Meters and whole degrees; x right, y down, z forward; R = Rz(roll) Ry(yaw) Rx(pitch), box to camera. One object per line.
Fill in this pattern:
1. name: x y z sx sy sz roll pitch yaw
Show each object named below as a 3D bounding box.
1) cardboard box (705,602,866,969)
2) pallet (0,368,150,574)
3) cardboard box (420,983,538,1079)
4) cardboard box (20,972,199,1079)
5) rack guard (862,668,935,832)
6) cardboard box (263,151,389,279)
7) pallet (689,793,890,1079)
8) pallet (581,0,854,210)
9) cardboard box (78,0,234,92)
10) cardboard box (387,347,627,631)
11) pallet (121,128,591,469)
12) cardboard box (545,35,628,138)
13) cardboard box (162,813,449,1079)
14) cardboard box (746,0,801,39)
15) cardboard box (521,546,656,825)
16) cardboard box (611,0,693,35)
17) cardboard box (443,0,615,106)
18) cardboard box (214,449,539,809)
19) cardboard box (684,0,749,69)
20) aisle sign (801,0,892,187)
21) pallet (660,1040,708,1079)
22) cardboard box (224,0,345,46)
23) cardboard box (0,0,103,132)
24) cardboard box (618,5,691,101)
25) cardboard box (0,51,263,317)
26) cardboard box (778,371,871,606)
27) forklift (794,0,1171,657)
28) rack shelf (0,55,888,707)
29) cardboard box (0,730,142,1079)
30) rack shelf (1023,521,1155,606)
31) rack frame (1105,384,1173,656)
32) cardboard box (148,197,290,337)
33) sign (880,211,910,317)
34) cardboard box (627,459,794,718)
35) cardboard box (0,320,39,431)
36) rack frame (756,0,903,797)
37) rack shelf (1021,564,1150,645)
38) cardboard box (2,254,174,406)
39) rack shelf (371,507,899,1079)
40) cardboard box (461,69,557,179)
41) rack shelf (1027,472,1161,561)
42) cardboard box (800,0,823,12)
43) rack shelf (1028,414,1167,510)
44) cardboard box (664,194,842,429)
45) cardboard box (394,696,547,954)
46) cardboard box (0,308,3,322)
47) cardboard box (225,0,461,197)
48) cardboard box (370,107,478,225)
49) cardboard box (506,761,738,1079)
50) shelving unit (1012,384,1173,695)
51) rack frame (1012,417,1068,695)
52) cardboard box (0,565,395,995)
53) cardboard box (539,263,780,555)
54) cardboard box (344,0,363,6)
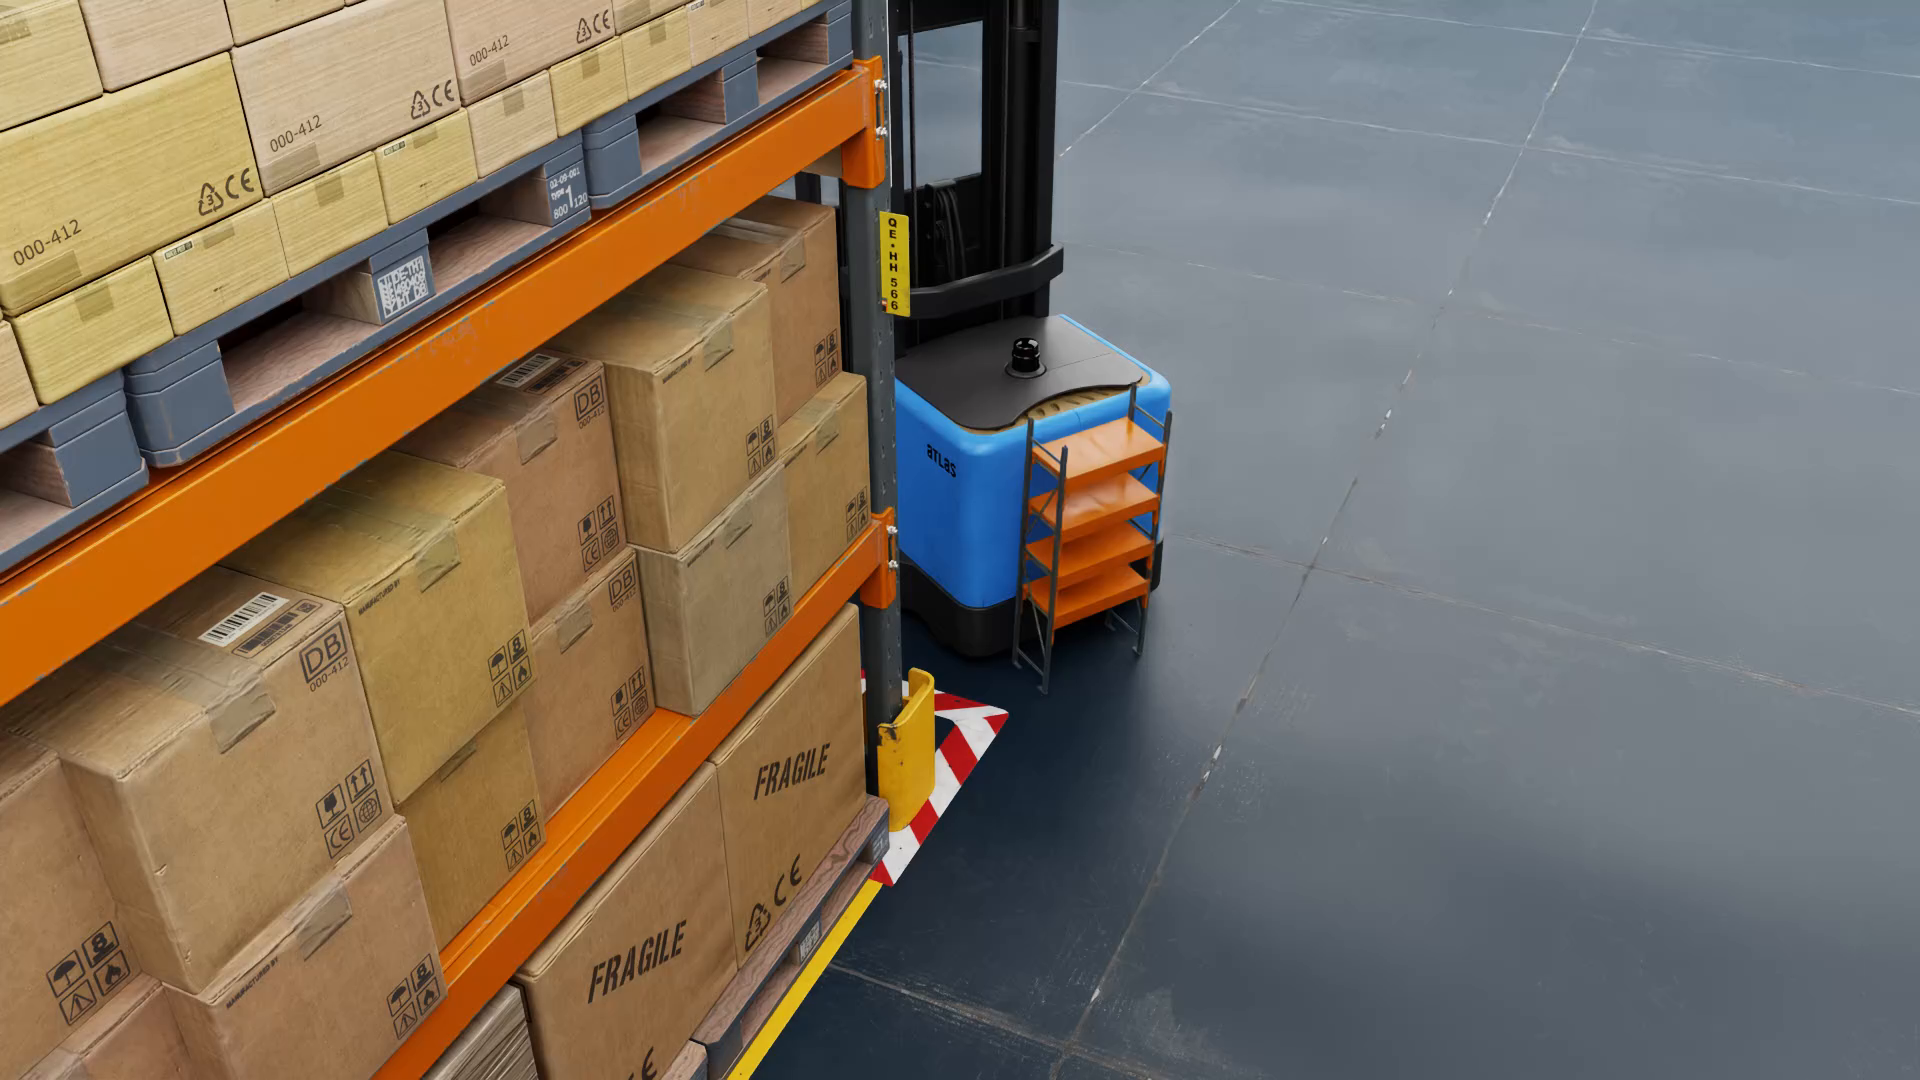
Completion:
1. cardboard box: -0.909 0.689 5.518 0.875 0.875 0.875 14 36 21
2. pallet: -2.007 -0.007 2.370 1.003 0.211 1.213 14 36 20
3. cardboard box: -1.659 1.581 4.158 0.875 0.875 0.875 14 36 21
4. cardboard box: -2.006 1.087 3.220 0.875 0.550 0.550 14 36 20
5. rack guard: -0.676 0.657 6.293 1.175 0.500 0.348 14 36 20
6. cardboard box: -1.262 -0.612 2.968 0.380 0.149 0.250 15 36 21
7. pallet: -0.949 1.206 5.719 1.003 0.211 1.213 14 36 20
8. pallet: -0.986 -1.222 4.224 1.003 0.211 1.213 14 36 20
9. cardboard box: -1.367 -0.822 2.561 0.380 0.149 0.250 14 36 20
10. cardboard box: -1.380 -0.172 4.156 0.875 0.550 0.550 14 36 20
11. pallet: -1.496 -0.612 3.294 1.003 0.211 1.213 14 36 20
12. cardboard box: -0.943 -0.993 3.548 0.380 0.149 0.250 14 36 20
13. cardboard box: -1.673 0.845 3.589 0.875 0.550 0.550 14 36 20
14. cardboard box: -0.623 -1.375 4.131 0.380 0.149 0.250 14 36 21
15. cardboard box: -1.358 0.285 4.443 0.875 0.550 0.550 14 36 20
16. cardboard box: -0.847 -1.353 3.734 0.500 0.250 0.500 14 36 21
17. cardboard box: -1.057 -1.104 3.353 0.500 0.250 0.500 14 36 20
18. cardboard box: -1.484 0.122 3.708 0.875 0.550 0.500 14 36 20
19. cardboard box: -0.730 -1.247 3.935 0.380 0.149 0.250 15 36 21
20. aisle sign: -0.383 -1.430 4.825 0.394 0.787 0.004 14 36 20
21. pallet: -1.461 1.811 4.796 1.003 0.211 1.213 14 36 20
22. cardboard box: -1.262 -0.946 2.749 0.380 0.149 0.250 14 36 20
23. cardboard box: -1.473 -0.696 2.369 0.380 0.149 0.250 15 36 21
24. cardboard box: -0.836 -1.121 3.744 0.380 0.149 0.250 15 36 21
25. cardboard box: -1.480 -0.600 2.586 0.500 0.250 0.500 14 36 20
26. cardboard box: -0.800 -0.244 5.250 0.875 0.550 0.550 14 36 20
27. forklift: -0.336 -1.513 7.384 1.130 2.935 3.031 -19 38 -27
28. rack shelf: -1.522 -0.334 3.445 1.077 0.370 4.000 14 36 20
29. cardboard box: -2.049 0.625 2.940 0.875 0.550 0.550 14 36 20
30. rack shelf: 0.509 0.067 6.662 0.480 0.148 0.258 -20 41 -27
31. rack frame: 0.716 -0.060 6.733 0.015 1.200 0.240 -20 41 -27
32. cardboard box: -1.367 -0.489 2.780 0.380 0.149 0.250 14 36 21
33. sign: -0.199 -0.829 5.006 0.100 0.325 0.005 14 36 20
34. cardboard box: -1.010 0.035 4.825 0.875 0.550 0.550 14 36 20
35. cardboard box: -1.581 -0.233 2.389 0.380 0.149 0.250 14 36 20
36. rack frame: -0.686 -0.377 5.589 1.000 3.000 0.127 14 36 20
37. rack shelf: 0.502 0.227 6.779 0.480 0.148 0.258 -20 41 -27
38. cardboard box: -1.474 -0.362 2.586 0.380 0.149 0.250 14 36 20
39. rack shelf: -1.522 0.920 4.267 1.077 0.370 4.000 14 36 20
40. cardboard box: -1.049 -0.867 3.357 0.380 0.149 0.250 14 36 21
41. rack shelf: 0.516 -0.113 6.530 0.480 0.148 0.258 -20 41 -27
42. cardboard box: -0.517 -1.500 4.322 0.380 0.149 0.250 14 36 20
43. rack shelf: 0.524 -0.304 6.390 0.480 0.148 0.258 -20 41 -27
44. cardboard box: -0.876 -0.715 4.984 0.875 0.550 0.550 14 36 20
45. cardboard box: -1.542 0.558 4.026 0.875 0.550 0.500 14 36 20
46. cardboard box: -1.691 -0.349 2.203 0.500 0.250 0.500 14 36 20
47. cardboard box: -1.269 -0.853 2.971 0.500 0.250 0.500 15 36 21
48. cardboard box: -1.155 -0.741 3.163 0.380 0.149 0.250 15 36 21
49. cardboard box: -1.276 1.128 4.849 0.875 0.875 0.875 14 36 20
50. shelving unit: 0.511 0.013 6.622 0.503 1.200 0.258 -20 41 -27
51. rack frame: 0.306 0.085 6.512 0.015 1.200 0.240 -20 41 -27
52. cardboard box: -1.698 0.387 3.302 0.875 0.550 0.550 14 36 20
53. cardboard box: -1.022 -0.420 4.533 0.875 0.550 0.550 14 36 20
54. cardboard box: -1.156 -1.072 2.941 0.380 0.149 0.250 14 36 21
